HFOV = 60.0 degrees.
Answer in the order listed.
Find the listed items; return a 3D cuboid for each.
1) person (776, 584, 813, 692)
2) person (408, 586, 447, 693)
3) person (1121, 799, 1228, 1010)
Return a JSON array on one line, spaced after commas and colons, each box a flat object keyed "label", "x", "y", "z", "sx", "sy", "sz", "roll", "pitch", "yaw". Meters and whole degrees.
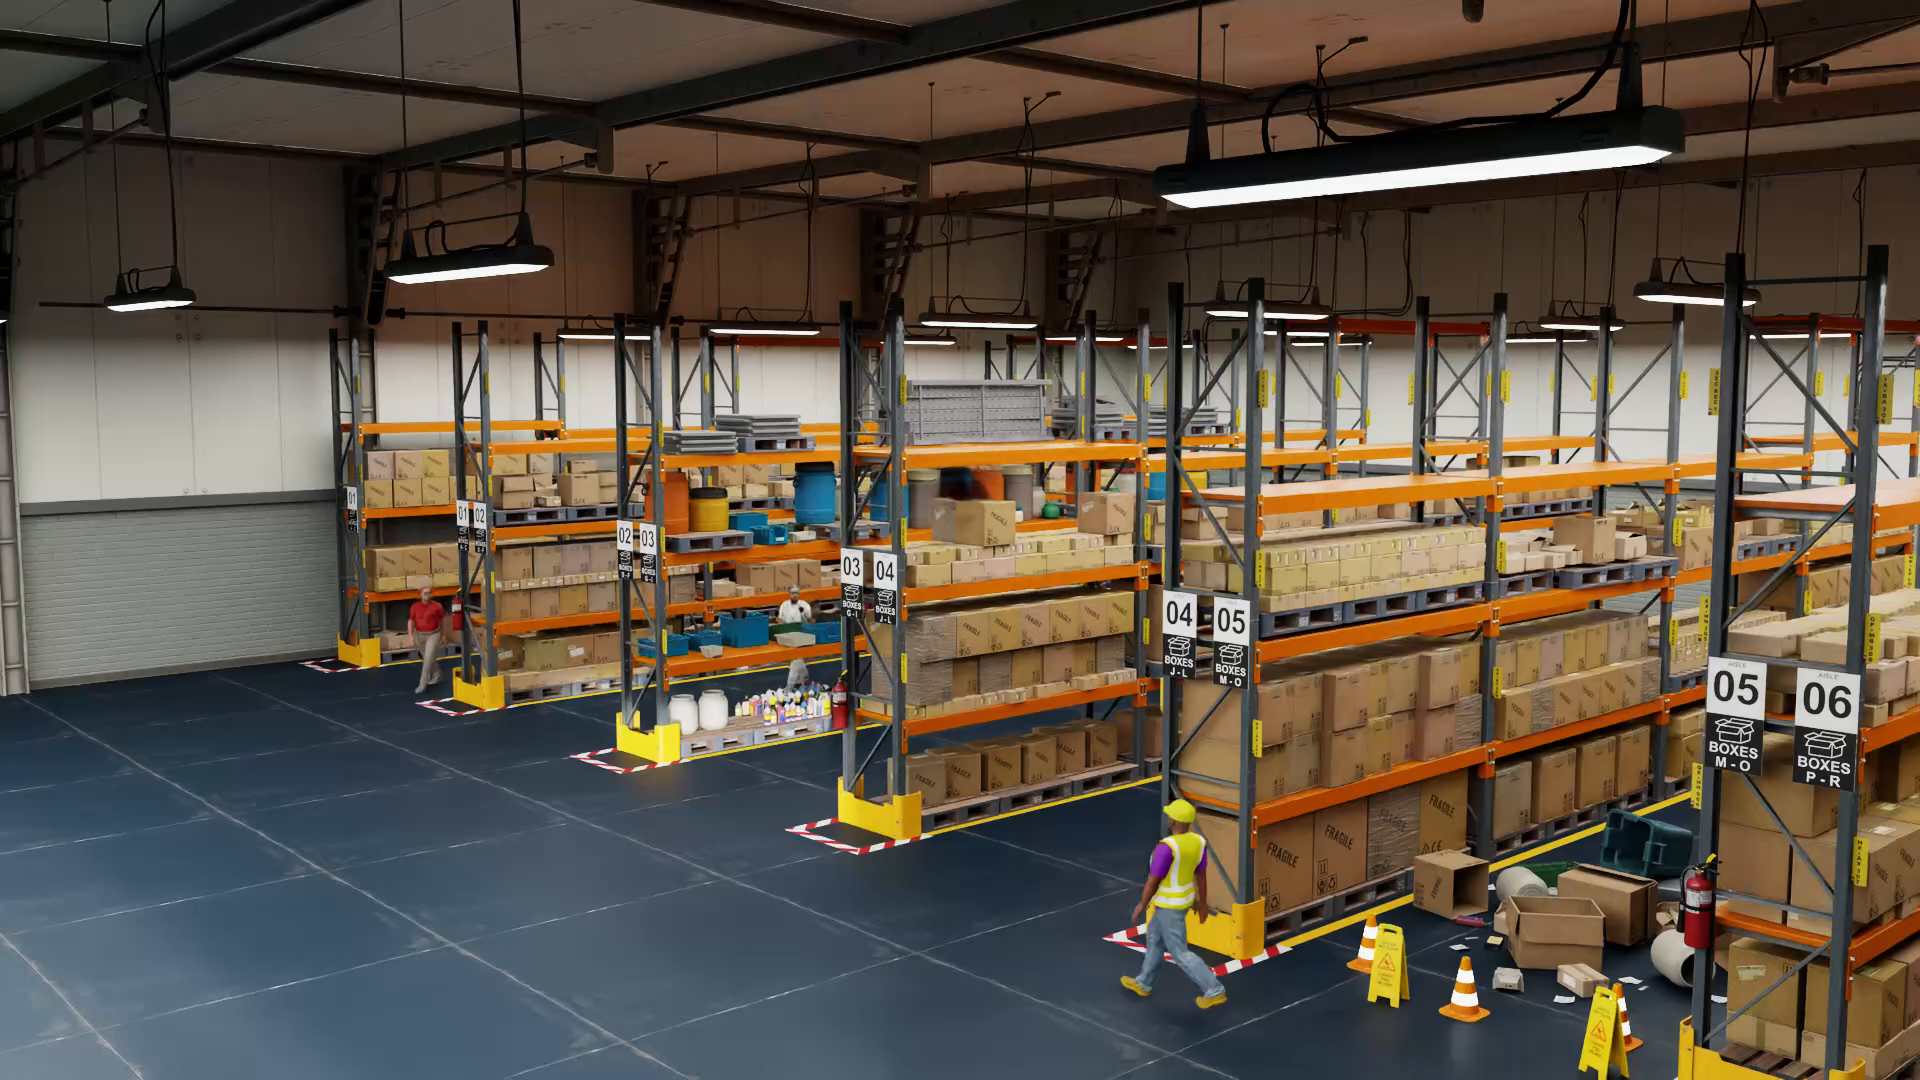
[{"label": "person", "x": -2.761, "y": 1.580, "z": 27.449, "sx": 0.523, "sy": 1.722, "sz": 1.025, "roll": 3, "pitch": 6, "yaw": 29}, {"label": "person", "x": -8.815, "y": 1.605, "z": 27.403, "sx": 0.508, "sy": 1.677, "sz": 1.025, "roll": 2, "pitch": 6, "yaw": 16}, {"label": "person", "x": 1.726, "y": 2.968, "z": 13.589, "sx": 1.022, "sy": 1.734, "sz": 0.540, "roll": 3, "pitch": 6, "yaw": 27}]
